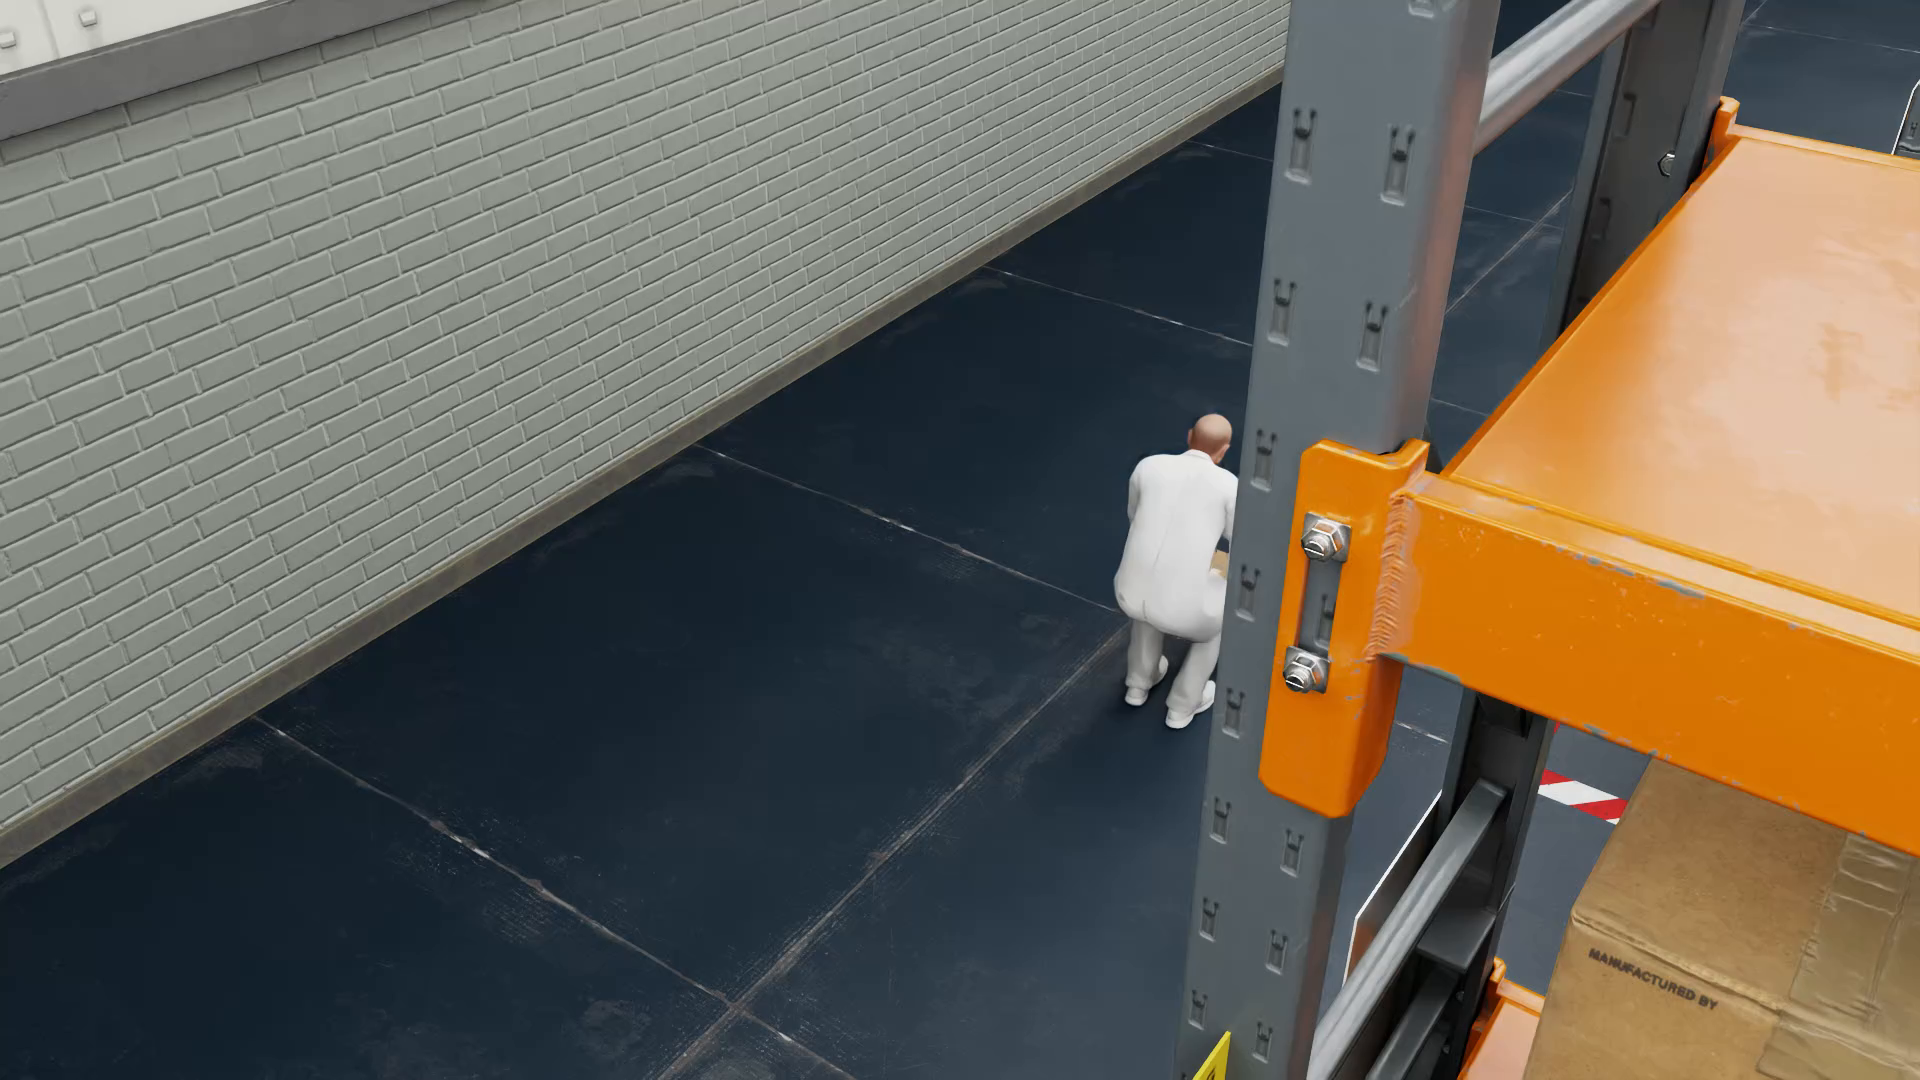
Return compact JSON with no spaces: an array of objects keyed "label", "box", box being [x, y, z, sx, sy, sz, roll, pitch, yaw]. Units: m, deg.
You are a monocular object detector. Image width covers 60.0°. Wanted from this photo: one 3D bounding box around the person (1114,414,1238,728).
[{"label":"person","box":[0.969,0.149,7.483,0.633,1.365,0.749,21,40,28]}]
